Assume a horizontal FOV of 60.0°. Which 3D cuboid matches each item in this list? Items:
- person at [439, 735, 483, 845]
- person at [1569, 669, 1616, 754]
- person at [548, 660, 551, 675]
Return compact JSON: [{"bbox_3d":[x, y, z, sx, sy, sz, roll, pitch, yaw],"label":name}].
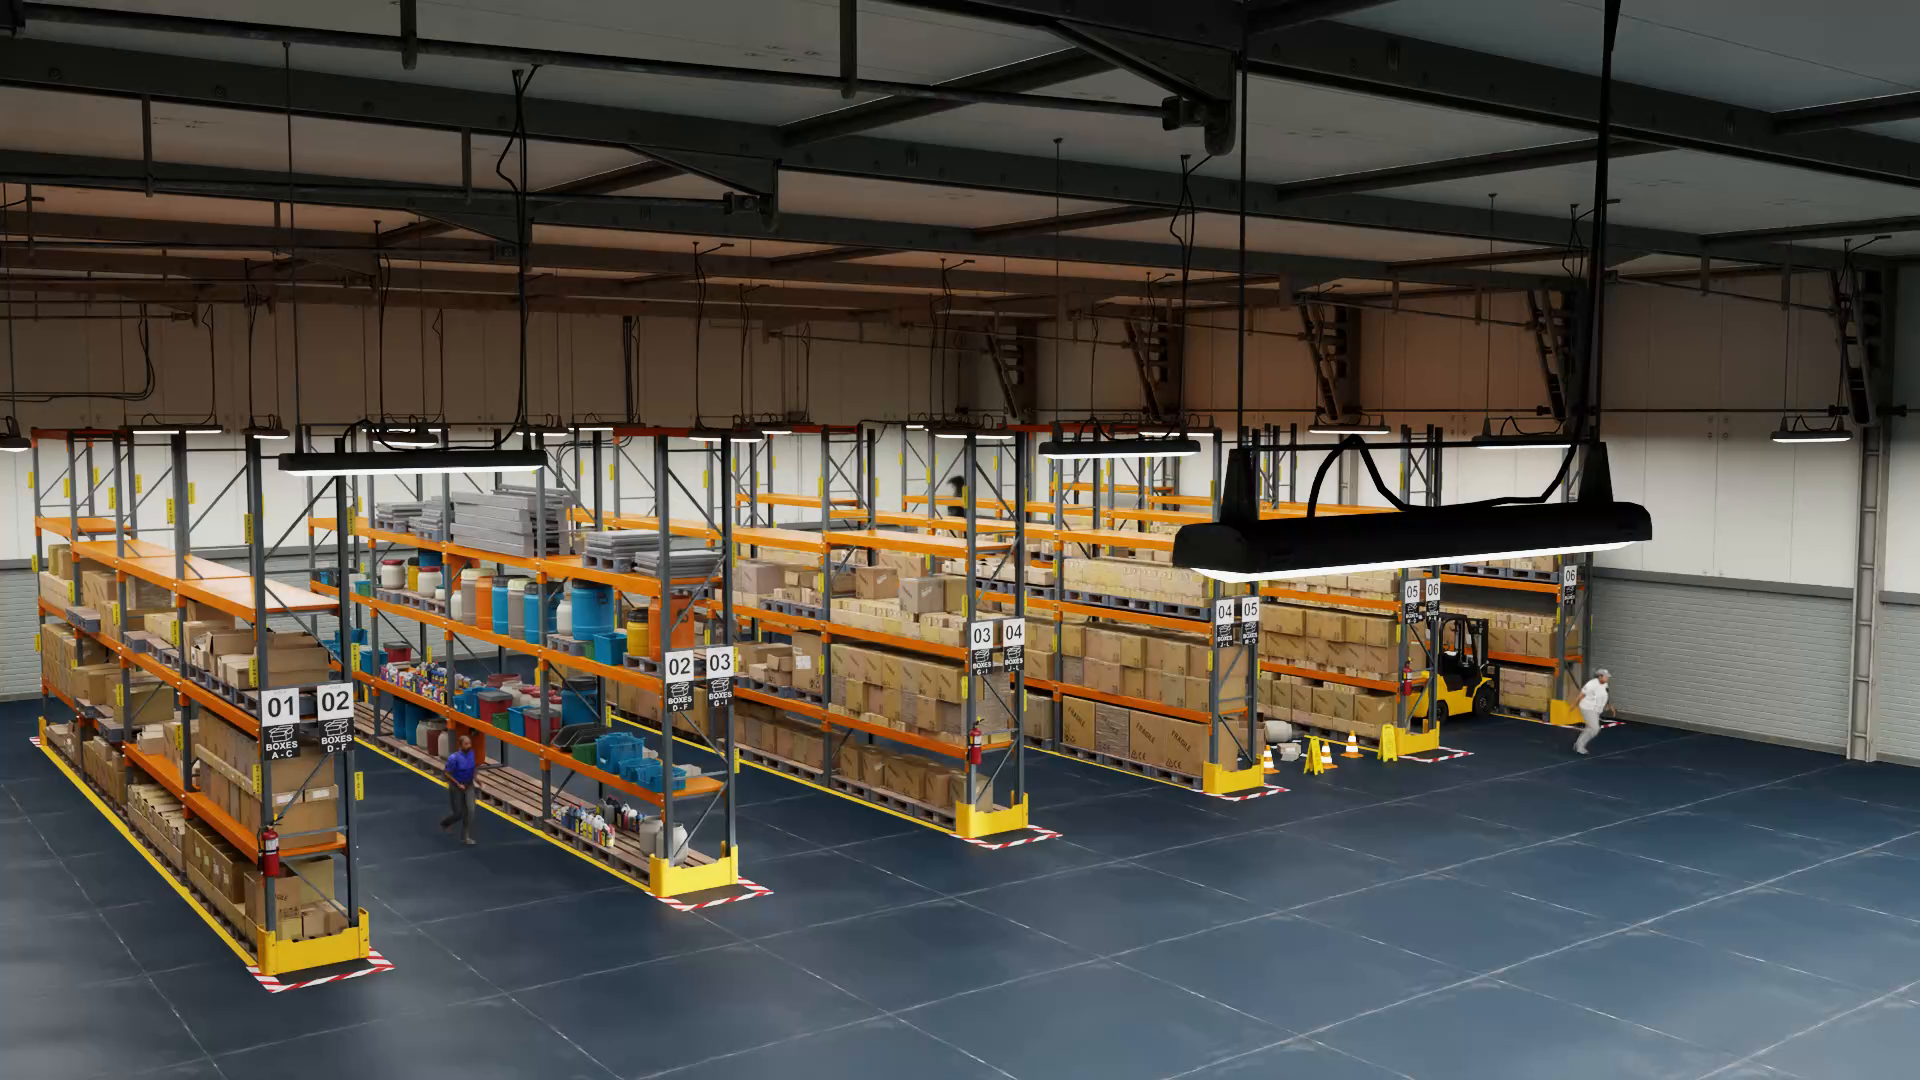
[{"bbox_3d":[-7.341,3.682,24.324,0.728,1.502,0.577,4,6,39],"label":"person"},{"bbox_3d":[11.608,3.137,30.477,0.594,1.606,0.706,-3,5,-34],"label":"person"},{"bbox_3d":[-9.312,2.393,38.855,1.034,1.752,0.767,-1,5,-11],"label":"person"}]
